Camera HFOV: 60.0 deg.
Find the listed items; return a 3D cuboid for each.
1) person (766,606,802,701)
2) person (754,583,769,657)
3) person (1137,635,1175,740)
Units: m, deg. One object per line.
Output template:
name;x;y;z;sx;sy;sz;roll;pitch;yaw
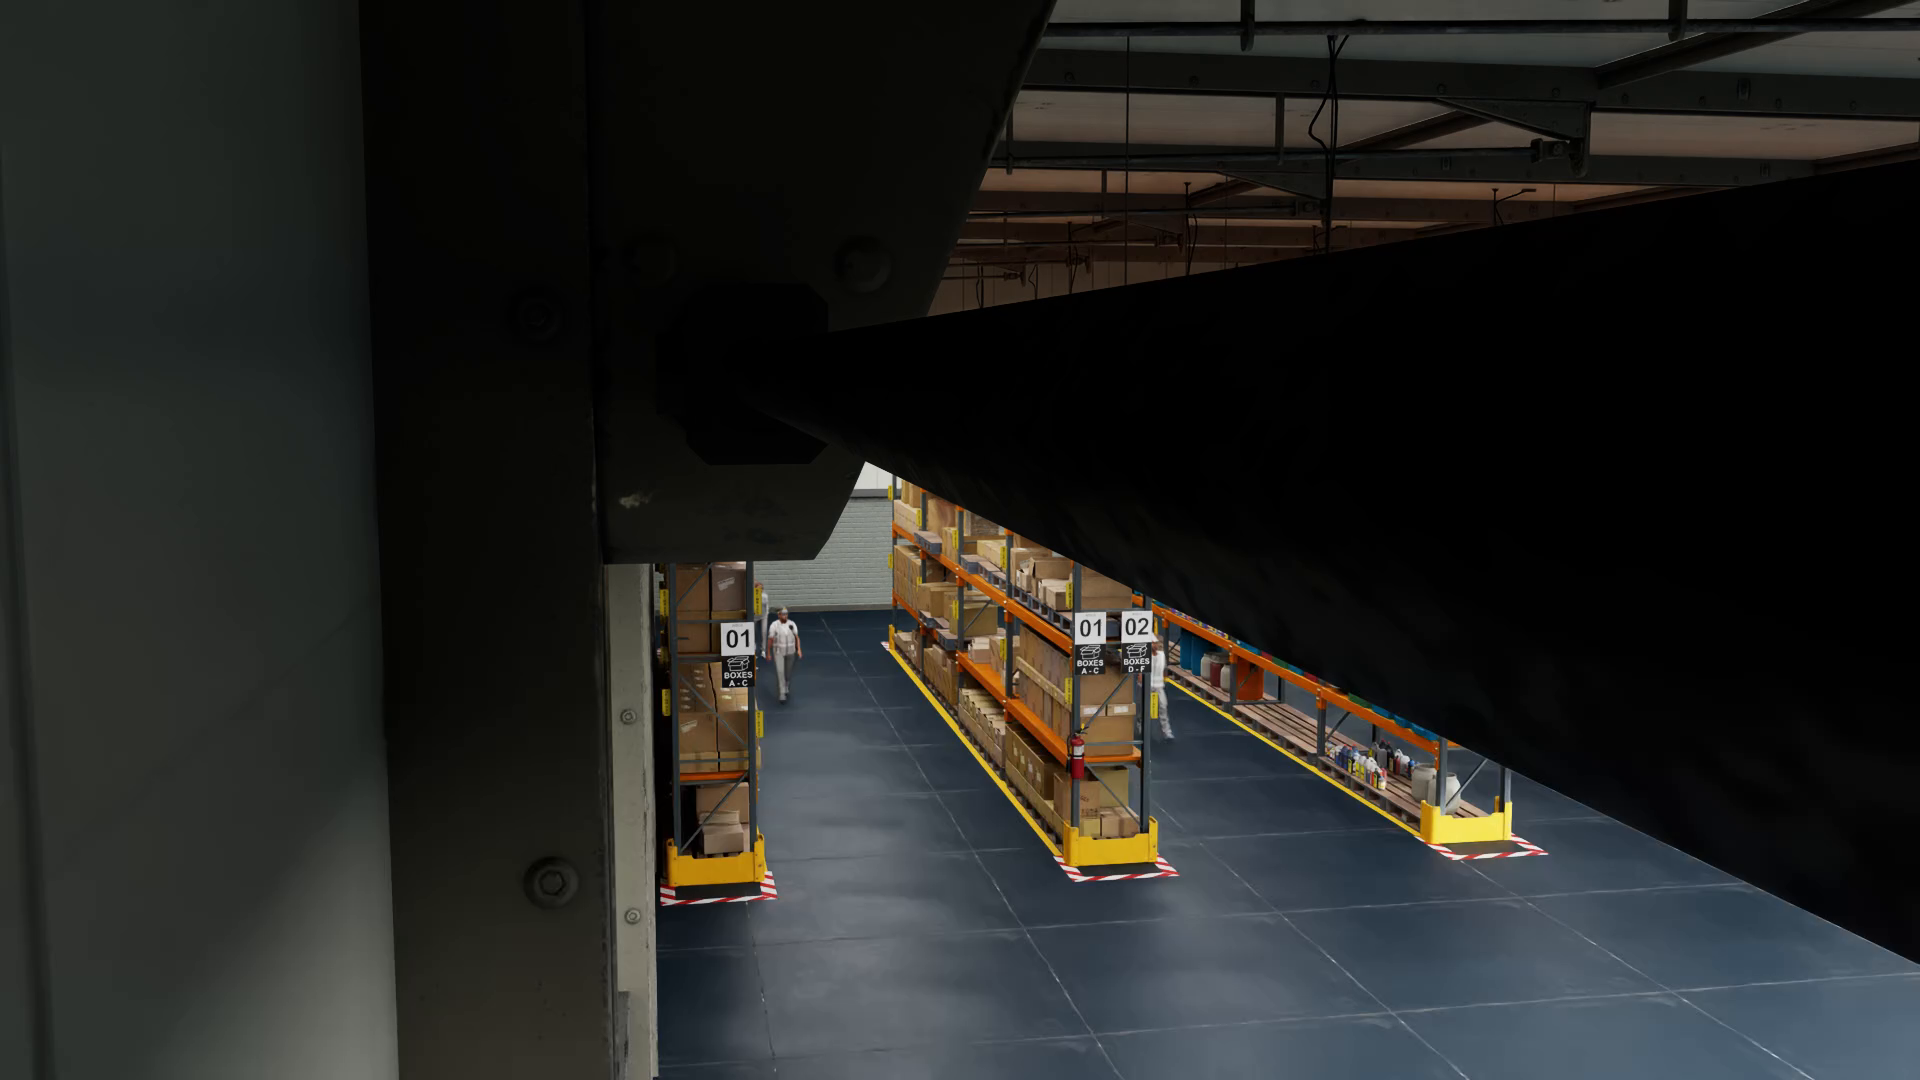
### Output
person;-3.282;2.089;31.095;0.614;1.709;1.055;-2;7;-21
person;-4.309;1.688;35.711;0.412;1.535;0.899;-1;6;-11
person;3.224;2.448;27.719;0.572;1.727;1.043;0;6;-4
